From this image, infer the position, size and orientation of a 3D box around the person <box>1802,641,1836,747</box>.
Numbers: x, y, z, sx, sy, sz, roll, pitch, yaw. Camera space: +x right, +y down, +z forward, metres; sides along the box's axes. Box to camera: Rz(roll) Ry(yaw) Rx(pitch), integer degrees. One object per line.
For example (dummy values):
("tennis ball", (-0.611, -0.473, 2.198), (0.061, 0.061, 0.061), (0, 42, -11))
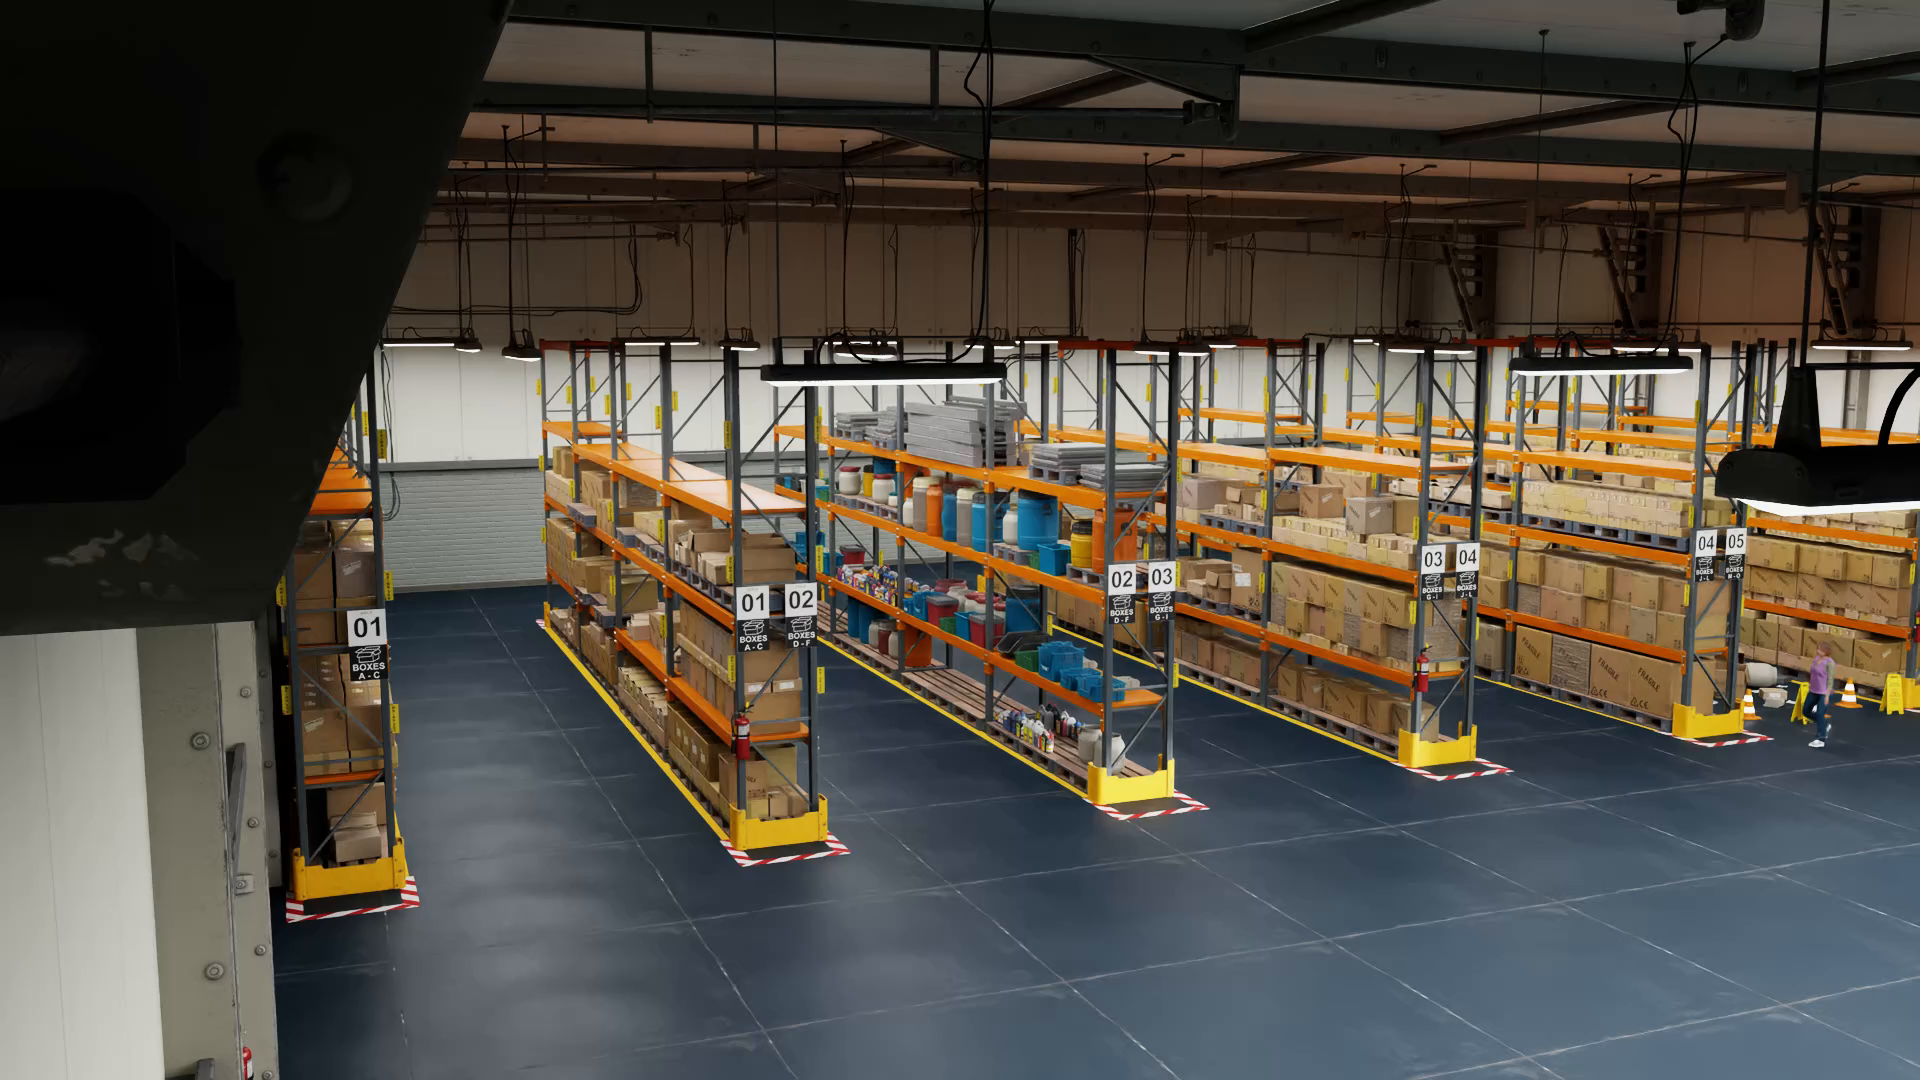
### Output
("person", (12.923, 2.295, 24.883), (0.477, 1.589, 0.429), (-3, 8, -19))

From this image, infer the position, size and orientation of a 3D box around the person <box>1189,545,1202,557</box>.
("person", (6.274, -0.254, 43.847), (0.546, 1.741, 0.778), (4, 9, 30))
